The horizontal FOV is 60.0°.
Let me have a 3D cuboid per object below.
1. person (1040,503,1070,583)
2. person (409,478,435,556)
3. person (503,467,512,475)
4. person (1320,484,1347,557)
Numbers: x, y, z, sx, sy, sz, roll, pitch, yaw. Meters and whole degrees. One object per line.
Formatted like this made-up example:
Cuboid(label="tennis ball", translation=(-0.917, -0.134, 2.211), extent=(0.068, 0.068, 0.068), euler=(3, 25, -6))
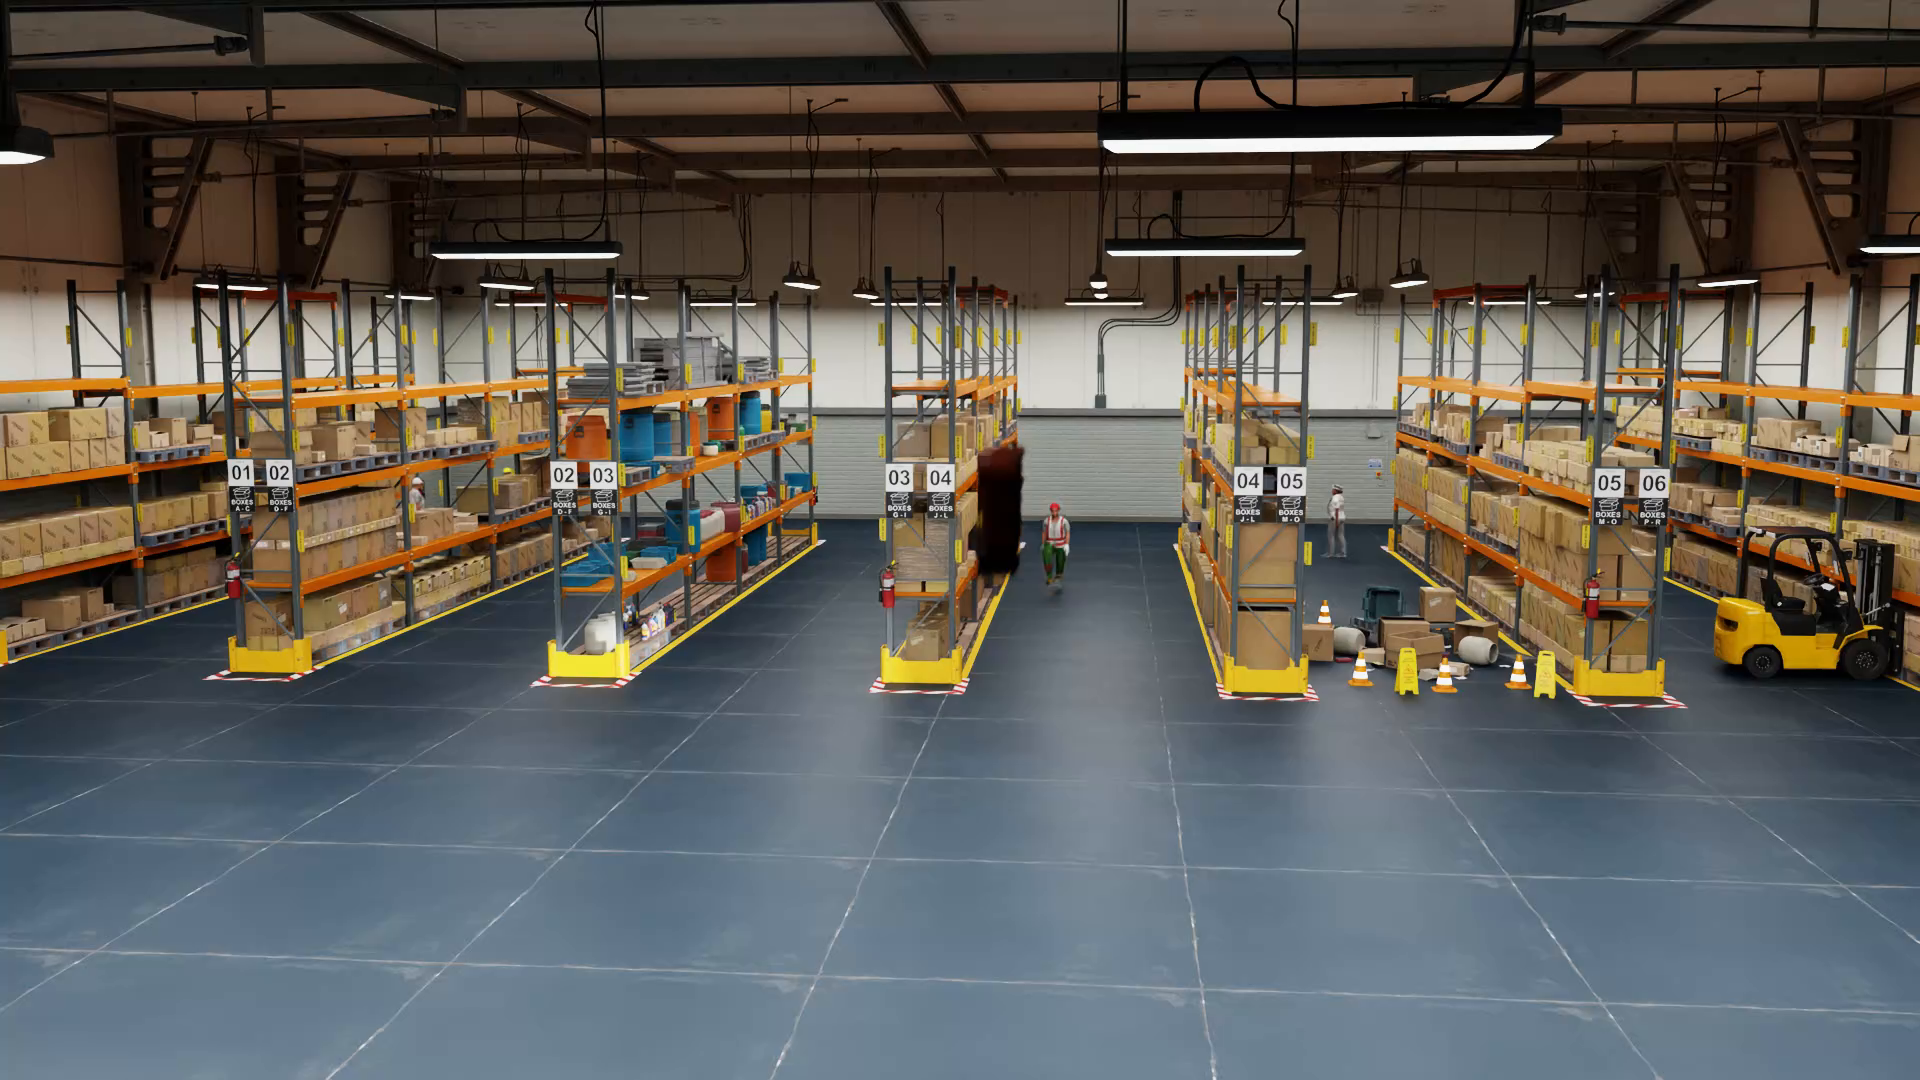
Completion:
Cuboid(label="person", translation=(1.847, 0.037, 32.415), extent=(0.604, 1.523, 1.049), euler=(1, 7, 6))
Cuboid(label="person", translation=(-12.445, -0.519, 38.238), extent=(0.538, 1.825, 0.617), euler=(-6, 9, -38))
Cuboid(label="person", translation=(-11.466, -0.997, 42.189), extent=(0.971, 1.703, 0.530), euler=(-1, 7, -9))
Cuboid(label="person", translation=(8.569, -0.436, 37.963), extent=(0.626, 1.701, 0.486), euler=(5, 9, 37))
